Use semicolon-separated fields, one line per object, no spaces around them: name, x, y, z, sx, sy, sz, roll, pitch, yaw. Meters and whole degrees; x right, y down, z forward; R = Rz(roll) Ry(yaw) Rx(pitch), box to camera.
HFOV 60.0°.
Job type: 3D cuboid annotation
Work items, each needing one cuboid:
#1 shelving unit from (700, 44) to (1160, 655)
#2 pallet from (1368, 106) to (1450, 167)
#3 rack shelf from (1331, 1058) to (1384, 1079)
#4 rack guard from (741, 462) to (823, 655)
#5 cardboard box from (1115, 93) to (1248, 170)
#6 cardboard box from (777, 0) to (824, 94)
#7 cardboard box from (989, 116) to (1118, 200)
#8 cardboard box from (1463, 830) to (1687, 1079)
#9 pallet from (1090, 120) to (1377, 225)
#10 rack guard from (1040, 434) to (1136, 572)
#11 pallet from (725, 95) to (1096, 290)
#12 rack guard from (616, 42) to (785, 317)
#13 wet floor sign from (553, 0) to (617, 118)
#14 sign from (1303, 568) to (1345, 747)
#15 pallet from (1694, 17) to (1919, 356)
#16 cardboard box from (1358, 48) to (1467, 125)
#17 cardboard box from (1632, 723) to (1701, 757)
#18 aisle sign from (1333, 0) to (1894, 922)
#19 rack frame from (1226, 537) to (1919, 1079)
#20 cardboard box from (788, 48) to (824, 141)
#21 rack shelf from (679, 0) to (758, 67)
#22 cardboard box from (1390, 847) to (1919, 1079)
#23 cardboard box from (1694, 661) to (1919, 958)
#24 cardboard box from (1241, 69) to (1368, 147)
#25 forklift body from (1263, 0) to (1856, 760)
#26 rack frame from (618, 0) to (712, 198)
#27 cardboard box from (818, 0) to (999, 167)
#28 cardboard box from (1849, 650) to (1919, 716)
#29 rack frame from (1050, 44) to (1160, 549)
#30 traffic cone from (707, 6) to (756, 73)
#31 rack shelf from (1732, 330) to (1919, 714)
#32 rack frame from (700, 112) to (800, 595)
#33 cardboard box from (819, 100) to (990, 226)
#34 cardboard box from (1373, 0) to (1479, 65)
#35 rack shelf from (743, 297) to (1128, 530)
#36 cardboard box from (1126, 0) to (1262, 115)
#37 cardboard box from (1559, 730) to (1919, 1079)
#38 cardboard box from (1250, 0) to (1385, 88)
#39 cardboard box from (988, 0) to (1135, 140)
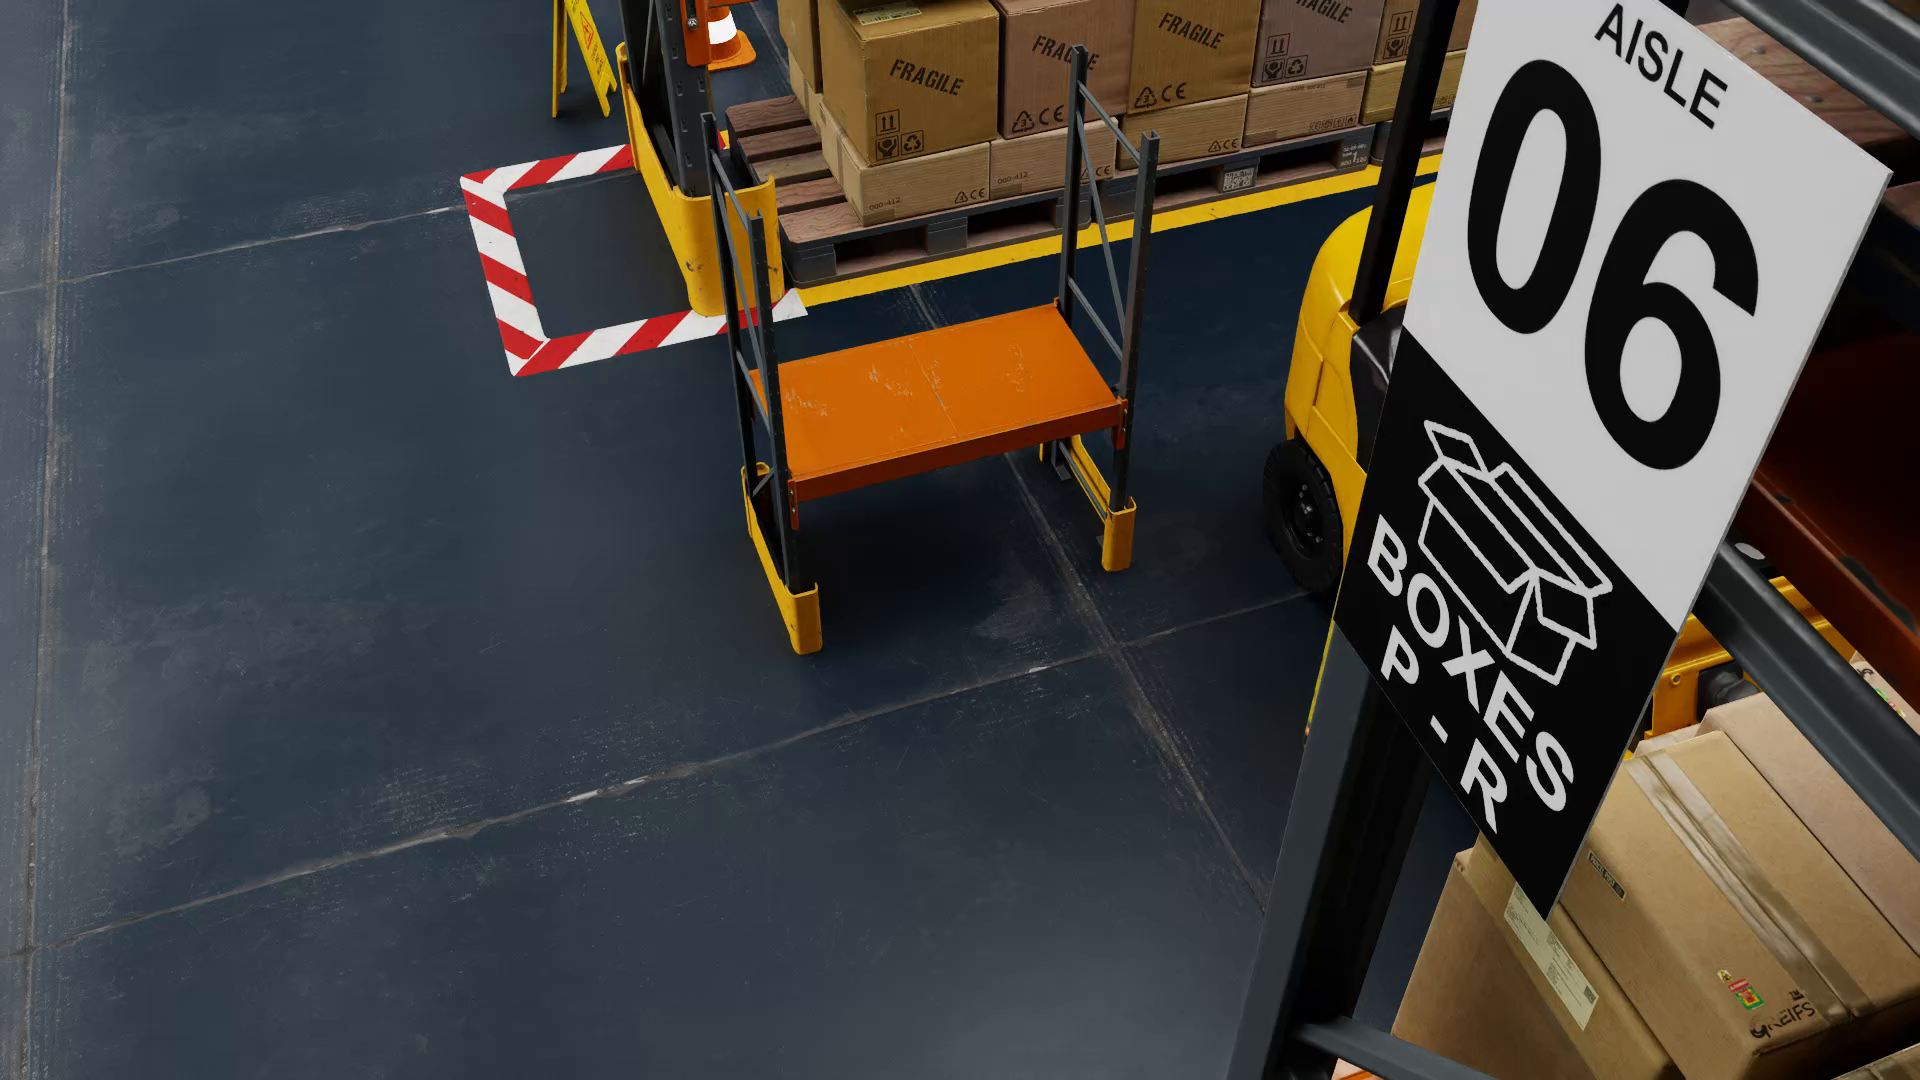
shelving unit;-0.072;-0.511;4.701;1.083;1.500;0.587;-14;47;-14
pallet;2.080;-2.064;7.158;1.213;0.211;1.003;-14;47;-14
rack shelf;2.508;0.807;2.835;4.000;0.370;1.077;-14;47;-14
rack guard;-0.540;0.050;5.024;0.087;0.250;0.587;-14;47;-14
cardboard box;0.782;-1.716;6.488;0.500;0.250;0.500;-11;46;-11
cardboard box;-0.397;-2.080;6.321;0.500;0.500;0.500;-14;47;-14
cardboard box;0.273;-1.577;6.348;0.500;0.250;0.500;-13;46;-12
cardboard box;0.858;0.500;2.105;0.250;0.149;0.380;-14;47;-13
pallet;0.931;-1.768;6.863;1.213;0.211;1.003;-14;47;-14
rack guard;0.397;-0.190;5.263;0.087;0.250;0.587;-14;47;-14
pallet;-0.215;-1.477;6.573;1.213;0.211;1.003;-14;47;-14
rack guard;-0.991;-1.407;6.300;0.348;0.500;1.175;-14;47;-14
wet floor sign;-1.604;-2.108;6.895;0.232;0.644;0.267;0;45;0
sign;0.455;0.177;1.971;0.005;0.325;0.100;-14;47;-14
pallet;1.301;-0.146;1.222;1.213;0.211;1.003;-14;47;-14
cardboard box;1.738;-1.955;6.726;0.500;0.250;0.500;-15;47;-15
cardboard box;1.088;0.419;2.186;0.250;0.149;0.380;-14;47;-13
aisle sign;0.465;-0.063;1.360;0.004;0.787;0.394;-14;47;-14
rack frame;0.627;1.034;2.101;0.127;3.000;1.000;-14;47;-14
cardboard box;-0.371;-1.828;6.599;0.500;0.250;0.500;-15;47;-14
rack shelf;0.819;-2.499;6.130;4.000;0.370;1.077;-14;47;-14
cardboard box;1.000;0.706;2.358;0.500;0.500;0.500;-15;47;-15
cardboard box;1.113;0.359;2.036;0.250;0.149;0.380;-14;47;-14
cardboard box;1.258;-1.836;6.607;0.500;0.250;0.500;-14;47;-13
forklift body;1.791;-0.337;4.068;1.214;2.155;2.313;-14;47;-14
rack frame;-1.062;-2.271;5.396;0.127;3.000;1.000;-14;47;-14
cardboard box;-0.187;-1.730;5.971;0.500;0.500;0.500;-16;47;-15
cardboard box;1.350;0.278;2.117;0.250;0.149;0.380;-13;47;-13
rack frame;0.398;-0.631;4.820;0.032;1.500;0.500;-14;47;-14
traffic cone;-1.096;-2.339;7.254;0.334;0.463;0.336;-14;47;-14
rack shelf;2.508;-0.251;1.773;4.000;0.370;1.077;-14;47;-14
rack frame;-0.558;-0.387;4.576;0.032;1.500;0.500;-14;47;-14
cardboard box;-0.210;-1.459;6.231;0.500;0.250;0.500;-15;47;-14
cardboard box;1.757;-2.231;6.471;0.500;0.500;0.500;-14;47;-13
rack shelf;-0.080;-0.382;4.826;1.000;0.185;0.538;-14;47;-14
cardboard box;0.777;-1.974;6.215;0.500;0.500;0.500;-13;47;-13
cardboard box;0.892;0.439;1.956;0.250;0.149;0.380;-14;47;-14
cardboard box;1.277;-2.108;6.348;0.500;0.500;0.500;-12;46;-12
cardboard box;0.303;-1.858;6.100;0.500;0.500;0.500;-16;47;-15
